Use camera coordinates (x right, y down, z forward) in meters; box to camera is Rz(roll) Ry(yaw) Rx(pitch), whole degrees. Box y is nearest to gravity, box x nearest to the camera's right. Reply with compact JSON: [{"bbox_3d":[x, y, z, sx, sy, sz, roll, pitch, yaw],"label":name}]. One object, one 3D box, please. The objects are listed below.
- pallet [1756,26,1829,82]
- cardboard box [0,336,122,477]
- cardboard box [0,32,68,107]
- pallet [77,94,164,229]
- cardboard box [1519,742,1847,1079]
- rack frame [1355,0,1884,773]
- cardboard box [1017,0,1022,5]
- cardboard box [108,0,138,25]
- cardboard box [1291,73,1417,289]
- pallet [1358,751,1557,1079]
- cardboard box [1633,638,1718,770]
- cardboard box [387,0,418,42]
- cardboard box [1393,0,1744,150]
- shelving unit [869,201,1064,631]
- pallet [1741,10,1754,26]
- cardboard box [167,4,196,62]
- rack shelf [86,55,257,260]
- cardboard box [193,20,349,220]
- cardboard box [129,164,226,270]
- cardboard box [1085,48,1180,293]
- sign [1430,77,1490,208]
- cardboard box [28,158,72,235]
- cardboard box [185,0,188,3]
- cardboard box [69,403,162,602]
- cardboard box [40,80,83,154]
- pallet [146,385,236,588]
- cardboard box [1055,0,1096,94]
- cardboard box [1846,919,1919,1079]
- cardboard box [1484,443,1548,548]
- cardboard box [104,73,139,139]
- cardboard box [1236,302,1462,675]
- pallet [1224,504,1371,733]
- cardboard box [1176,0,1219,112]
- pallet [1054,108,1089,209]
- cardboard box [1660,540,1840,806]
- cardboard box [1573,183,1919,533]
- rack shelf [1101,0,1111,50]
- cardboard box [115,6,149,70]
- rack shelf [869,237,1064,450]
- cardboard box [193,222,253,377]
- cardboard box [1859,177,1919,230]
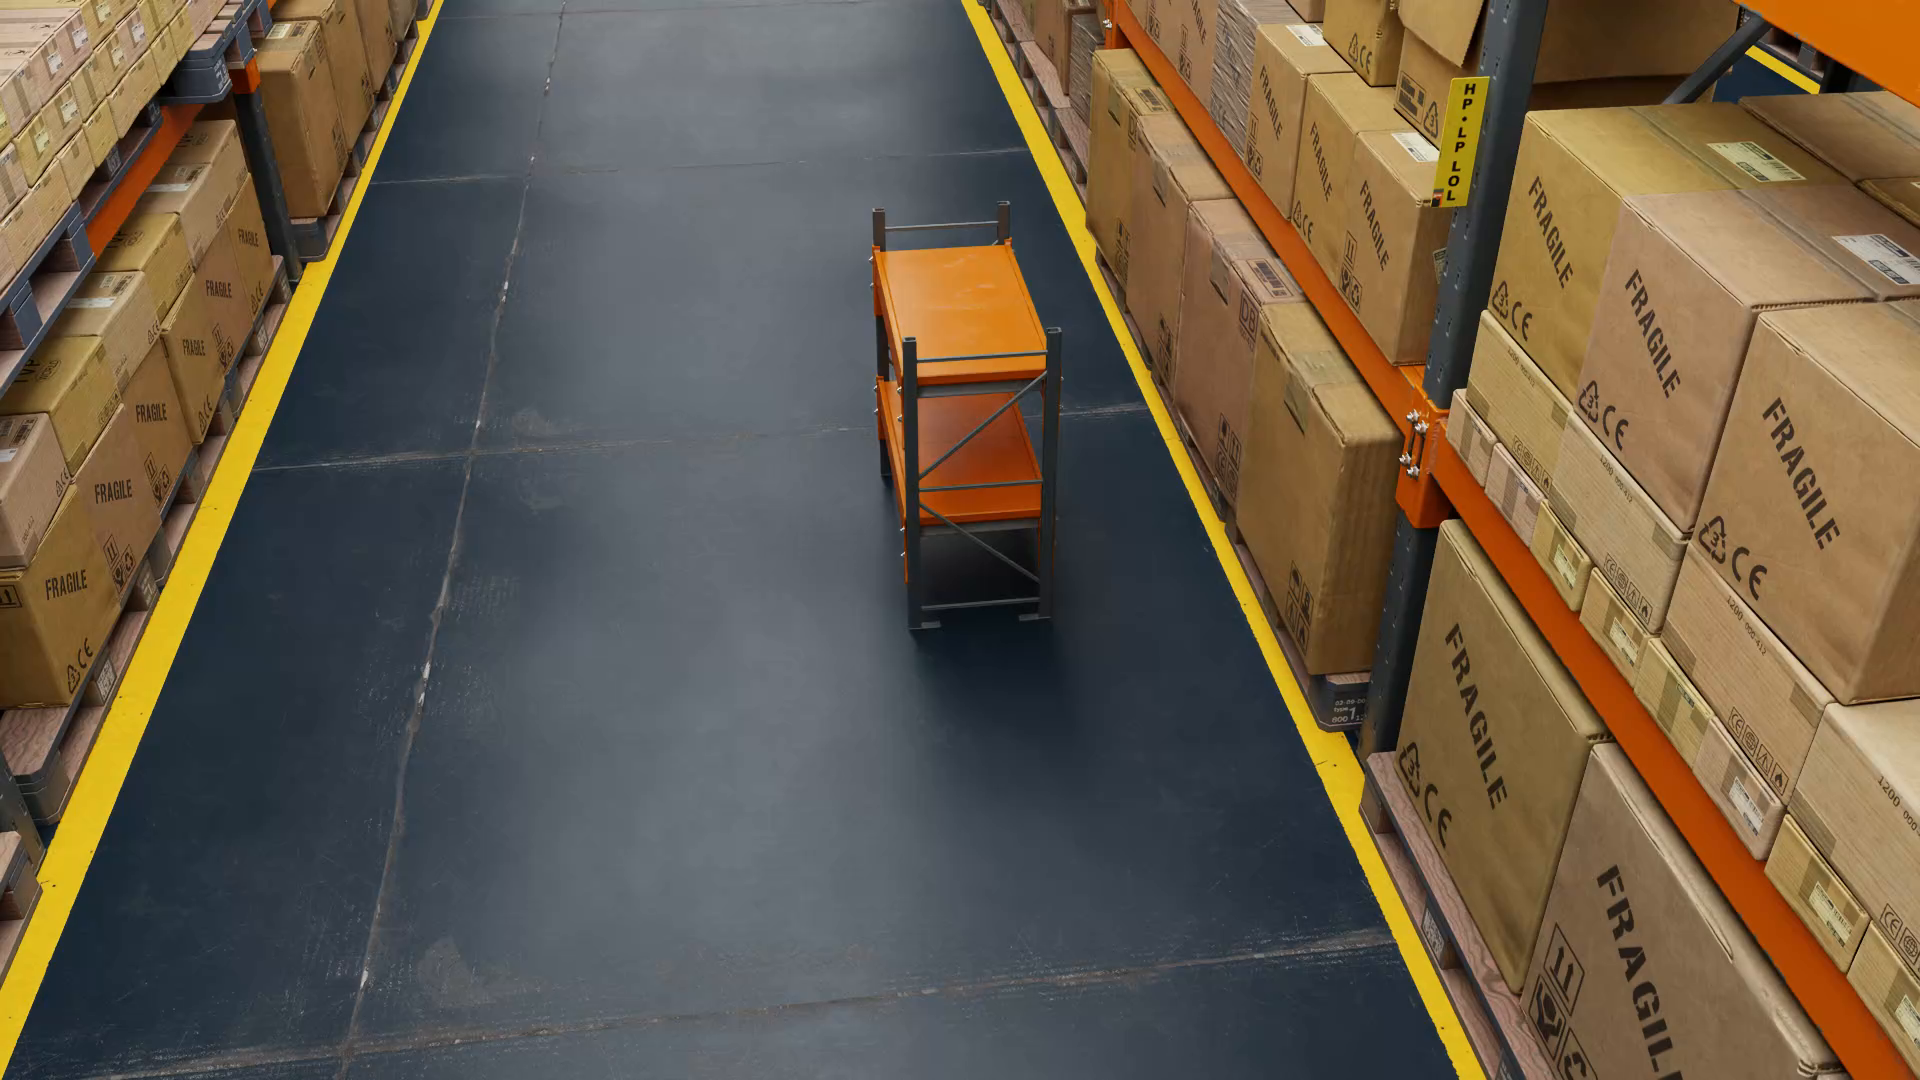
[{"bbox_3d":[5.897,-3.134,10.662,1.003,0.211,1.213,-4,35,-6],"label":"pallet"},{"bbox_3d":[-3.086,-0.425,5.391,0.500,0.250,0.500,-3,34,-5],"label":"cardboard box"},{"bbox_3d":[-2.914,-1.396,4.957,0.380,0.149,0.250,-5,35,-7],"label":"cardboard box"},{"bbox_3d":[-3.406,-1.297,5.660,1.003,0.211,1.213,-4,35,-6],"label":"pallet"},{"bbox_3d":[1.884,1.016,3.609,0.875,0.875,0.875,-4,35,-6],"label":"cardboard box"},{"bbox_3d":[1.754,-0.565,4.415,1.000,3.000,0.127,-4,35,-6],"label":"rack frame"},{"bbox_3d":[0.739,-3.834,11.041,0.700,0.500,0.500,-7,35,-10],"label":"cardboard box"},{"bbox_3d":[-3.021,-1.833,5.598,0.380,0.149,0.250,-3,34,-4],"label":"cardboard box"},{"bbox_3d":[1.361,-1.123,5.146,0.500,0.500,0.500,-3,34,-5],"label":"cardboard box"},{"bbox_3d":[1.779,1.018,4.569,1.003,0.211,1.213,-4,35,-6],"label":"pallet"},{"bbox_3d":[1.607,0.312,3.351,0.380,0.149,0.250,-5,35,-7],"label":"cardboard box"},{"bbox_3d":[-4.078,-3.614,10.514,1.050,0.750,0.750,-5,35,-7],"label":"cardboard box"},{"bbox_3d":[1.660,-1.376,4.627,0.797,0.503,0.637,-5,35,-8],"label":"cardboard box"},{"bbox_3d":[0.001,-0.461,5.928,0.538,1.125,1.048,-4,35,-6],"label":"shelving unit"},{"bbox_3d":[5.730,-3.817,11.663,1.003,0.211,1.213,-4,35,-6],"label":"pallet"},{"bbox_3d":[-3.094,-1.885,6.203,0.380,0.149,0.250,-5,35,-7],"label":"cardboard box"},{"bbox_3d":[-3.444,-1.064,5.787,1.077,0.370,4.000,-4,35,-6],"label":"rack shelf"},{"bbox_3d":[-3.705,-2.068,8.246,1.050,0.750,0.750,-5,35,-7],"label":"cardboard box"},{"bbox_3d":[-3.282,-1.285,6.653,0.500,0.250,0.500,-4,34,-6],"label":"cardboard box"},{"bbox_3d":[1.288,-1.706,7.603,1.225,0.875,0.875,-6,35,-9],"label":"cardboard box"},{"bbox_3d":[1.217,-0.964,4.043,0.100,0.325,0.005,-4,35,-6],"label":"sign"},{"bbox_3d":[-2.877,-1.004,4.910,0.380,0.149,0.250,-4,34,-6],"label":"cardboard box"},{"bbox_3d":[-3.119,-2.134,6.303,0.380,0.149,0.250,-4,34,-5],"label":"cardboard box"},{"bbox_3d":[-3.084,-0.114,5.600,0.500,0.500,0.500,-3,34,-4],"label":"cardboard box"},{"bbox_3d":[-2.918,-1.277,5.046,0.380,0.149,0.250,-3,34,-4],"label":"cardboard box"},{"bbox_3d":[-3.448,-0.210,6.370,1.003,0.211,1.213,-4,35,-6],"label":"pallet"},{"bbox_3d":[0.936,-2.943,9.733,0.700,0.500,0.500,-2,34,-2],"label":"cardboard box"},{"bbox_3d":[1.712,0.744,2.717,0.380,0.149,0.250,-4,34,-5],"label":"cardboard box"},{"bbox_3d":[1.499,-0.124,3.992,0.380,0.149,0.250,-5,35,-8],"label":"cardboard box"},{"bbox_3d":[-2.984,-1.439,5.548,0.380,0.149,0.250,-6,35,-9],"label":"cardboard box"},{"bbox_3d":[1.648,-0.216,5.417,1.225,0.875,0.875,-4,35,-6],"label":"cardboard box"},{"bbox_3d":[1.575,0.163,5.824,1.003,0.211,1.213,-4,35,-6],"label":"pallet"},{"bbox_3d":[1.156,-1.973,6.393,0.500,0.500,0.500,-5,35,-7],"label":"cardboard box"},{"bbox_3d":[1.112,-2.081,9.116,1.003,0.211,1.213,-4,35,-6],"label":"pallet"},{"bbox_3d":[1.695,0.223,3.128,0.500,0.250,0.500,-4,34,-5],"label":"cardboard box"},{"bbox_3d":[1.623,-0.374,3.338,0.500,0.500,0.500,-4,35,-6],"label":"cardboard box"},{"bbox_3d":[0.947,-3.616,9.531,1.077,0.370,4.000,-4,35,-6],"label":"rack shelf"},{"bbox_3d":[-3.019,-1.709,5.681,0.380,0.149,0.250,-4,34,-5],"label":"cardboard box"},{"bbox_3d":[0.001,-0.703,5.763,0.538,0.278,1.000,-4,35,-6],"label":"rack shelf"},{"bbox_3d":[-3.299,-0.981,6.872,0.500,0.500,0.500,-3,34,-4],"label":"cardboard box"},{"bbox_3d":[2.144,-0.419,3.405,0.500,0.500,0.500,-4,34,-6],"label":"cardboard box"}]
